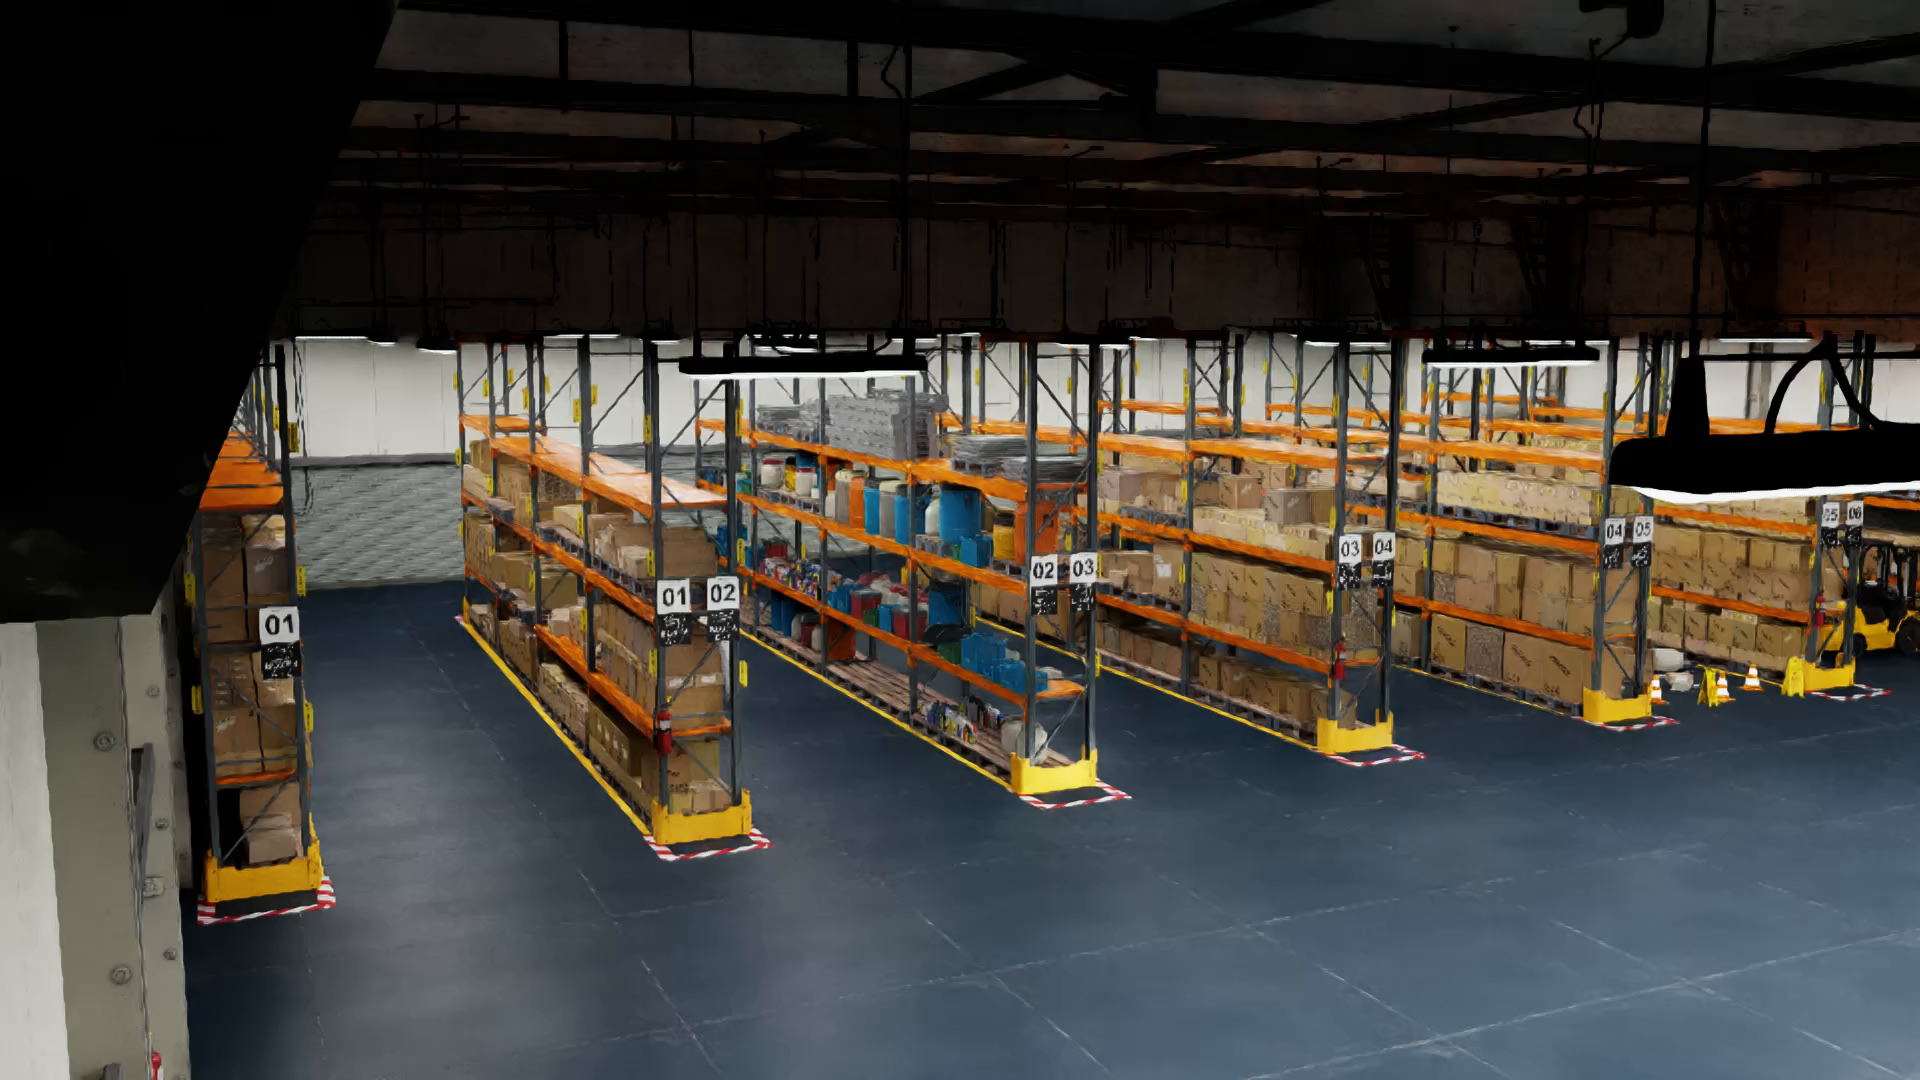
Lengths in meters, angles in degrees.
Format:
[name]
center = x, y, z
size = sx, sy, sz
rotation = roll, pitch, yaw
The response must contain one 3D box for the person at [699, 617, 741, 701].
[person]
center = -4.017, 1.784, 27.376
size = 0.601, 1.696, 1.185
rotation = -4, 9, -26
